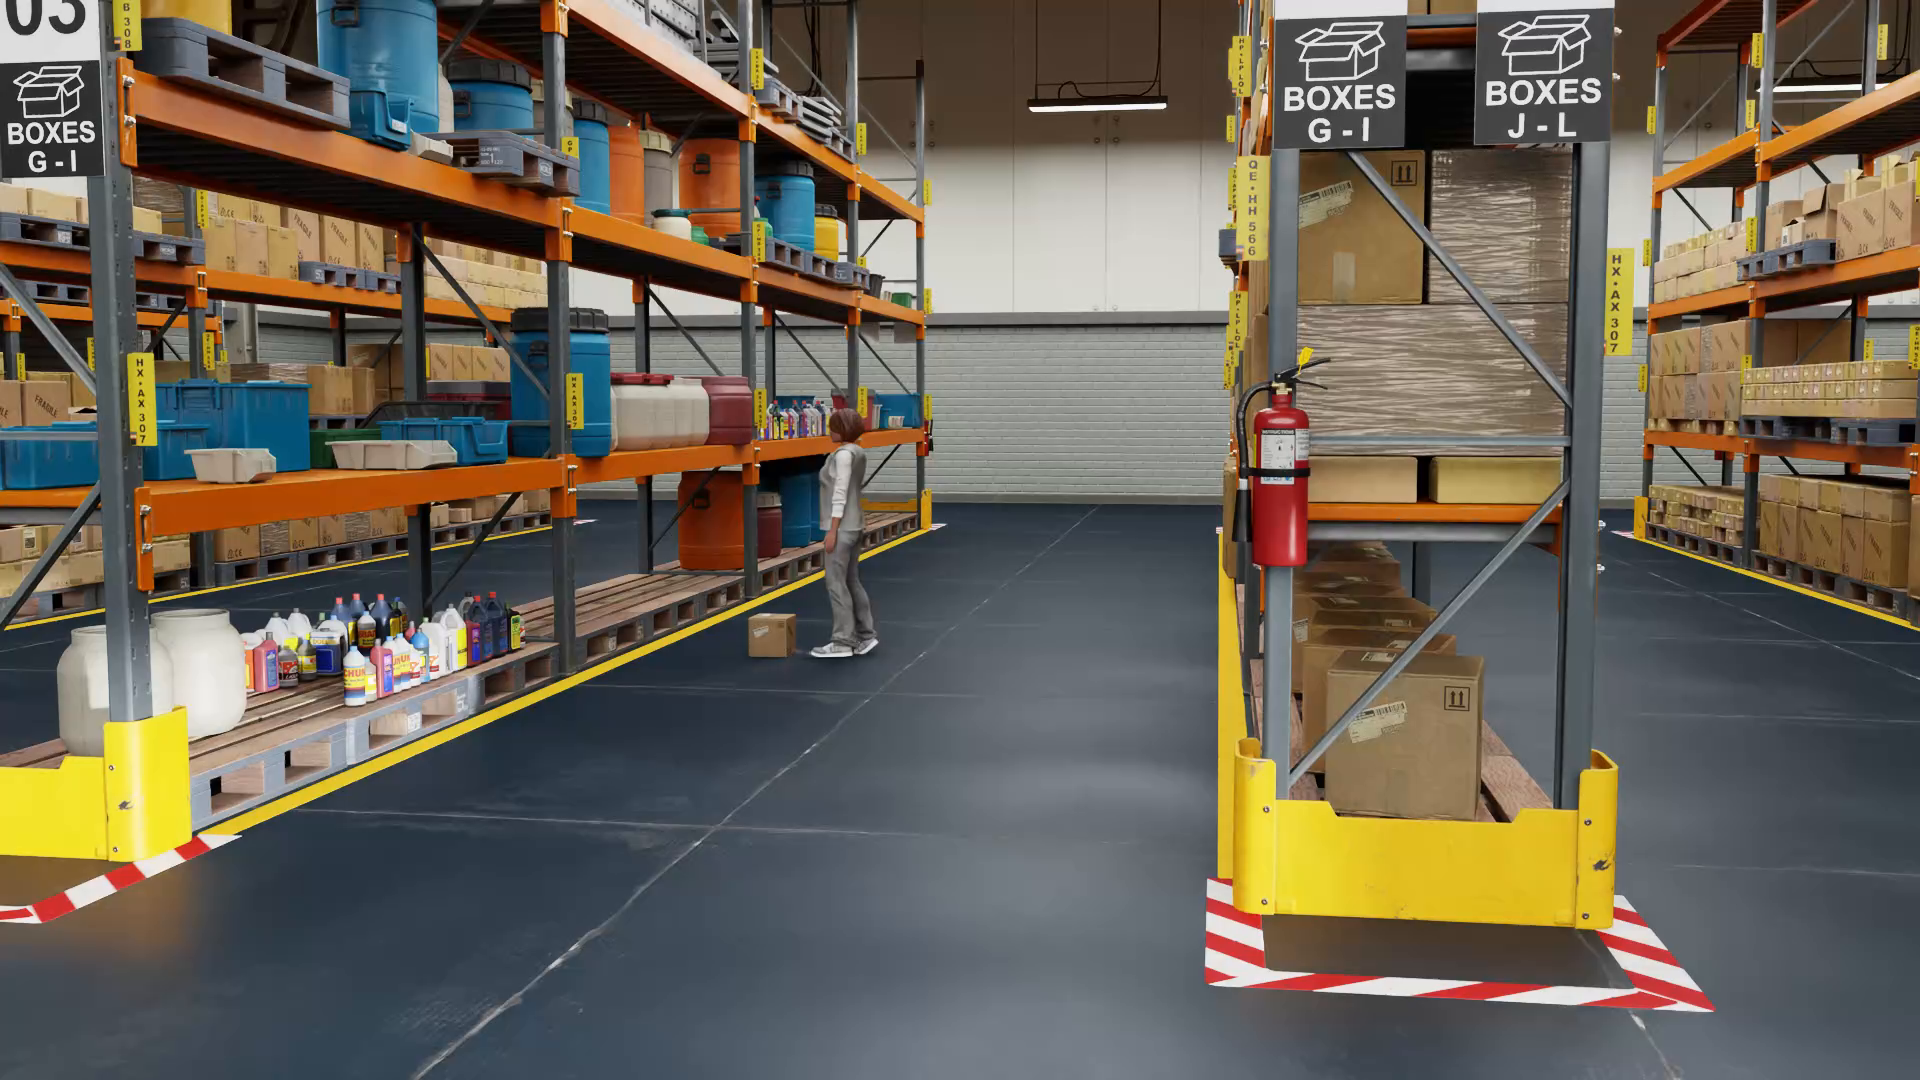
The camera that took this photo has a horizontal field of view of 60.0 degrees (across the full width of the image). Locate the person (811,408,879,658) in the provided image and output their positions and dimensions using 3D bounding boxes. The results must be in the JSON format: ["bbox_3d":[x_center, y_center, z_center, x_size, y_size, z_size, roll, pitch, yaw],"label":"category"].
[{"bbox_3d":[-0.752,-0.018,10.667,0.387,1.655,0.430,1,5,10],"label":"person"}]
